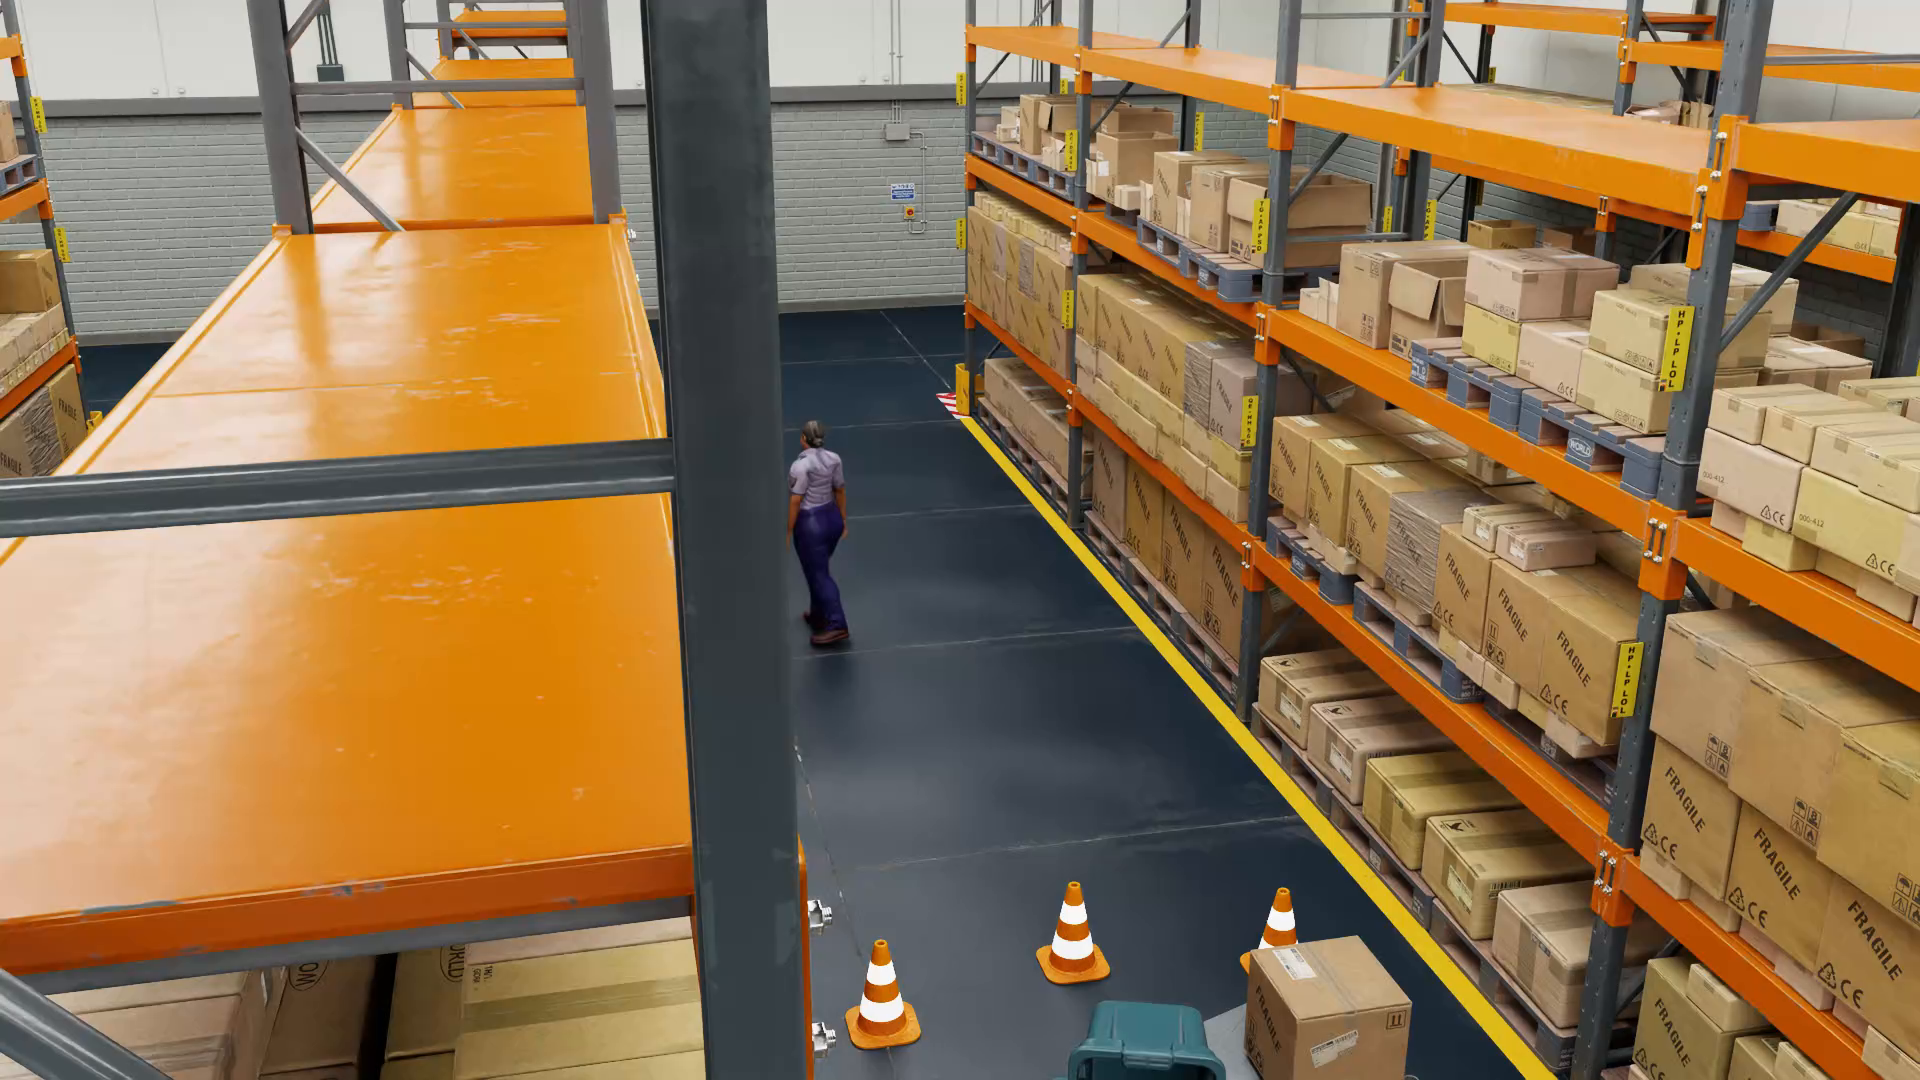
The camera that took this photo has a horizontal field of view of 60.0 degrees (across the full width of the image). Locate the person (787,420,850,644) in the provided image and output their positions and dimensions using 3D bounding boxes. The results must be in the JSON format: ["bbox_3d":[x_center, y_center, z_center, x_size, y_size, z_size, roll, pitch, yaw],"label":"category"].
[{"bbox_3d":[-1.035,-0.079,12.325,0.609,1.637,0.561,14,24,34],"label":"person"}]
